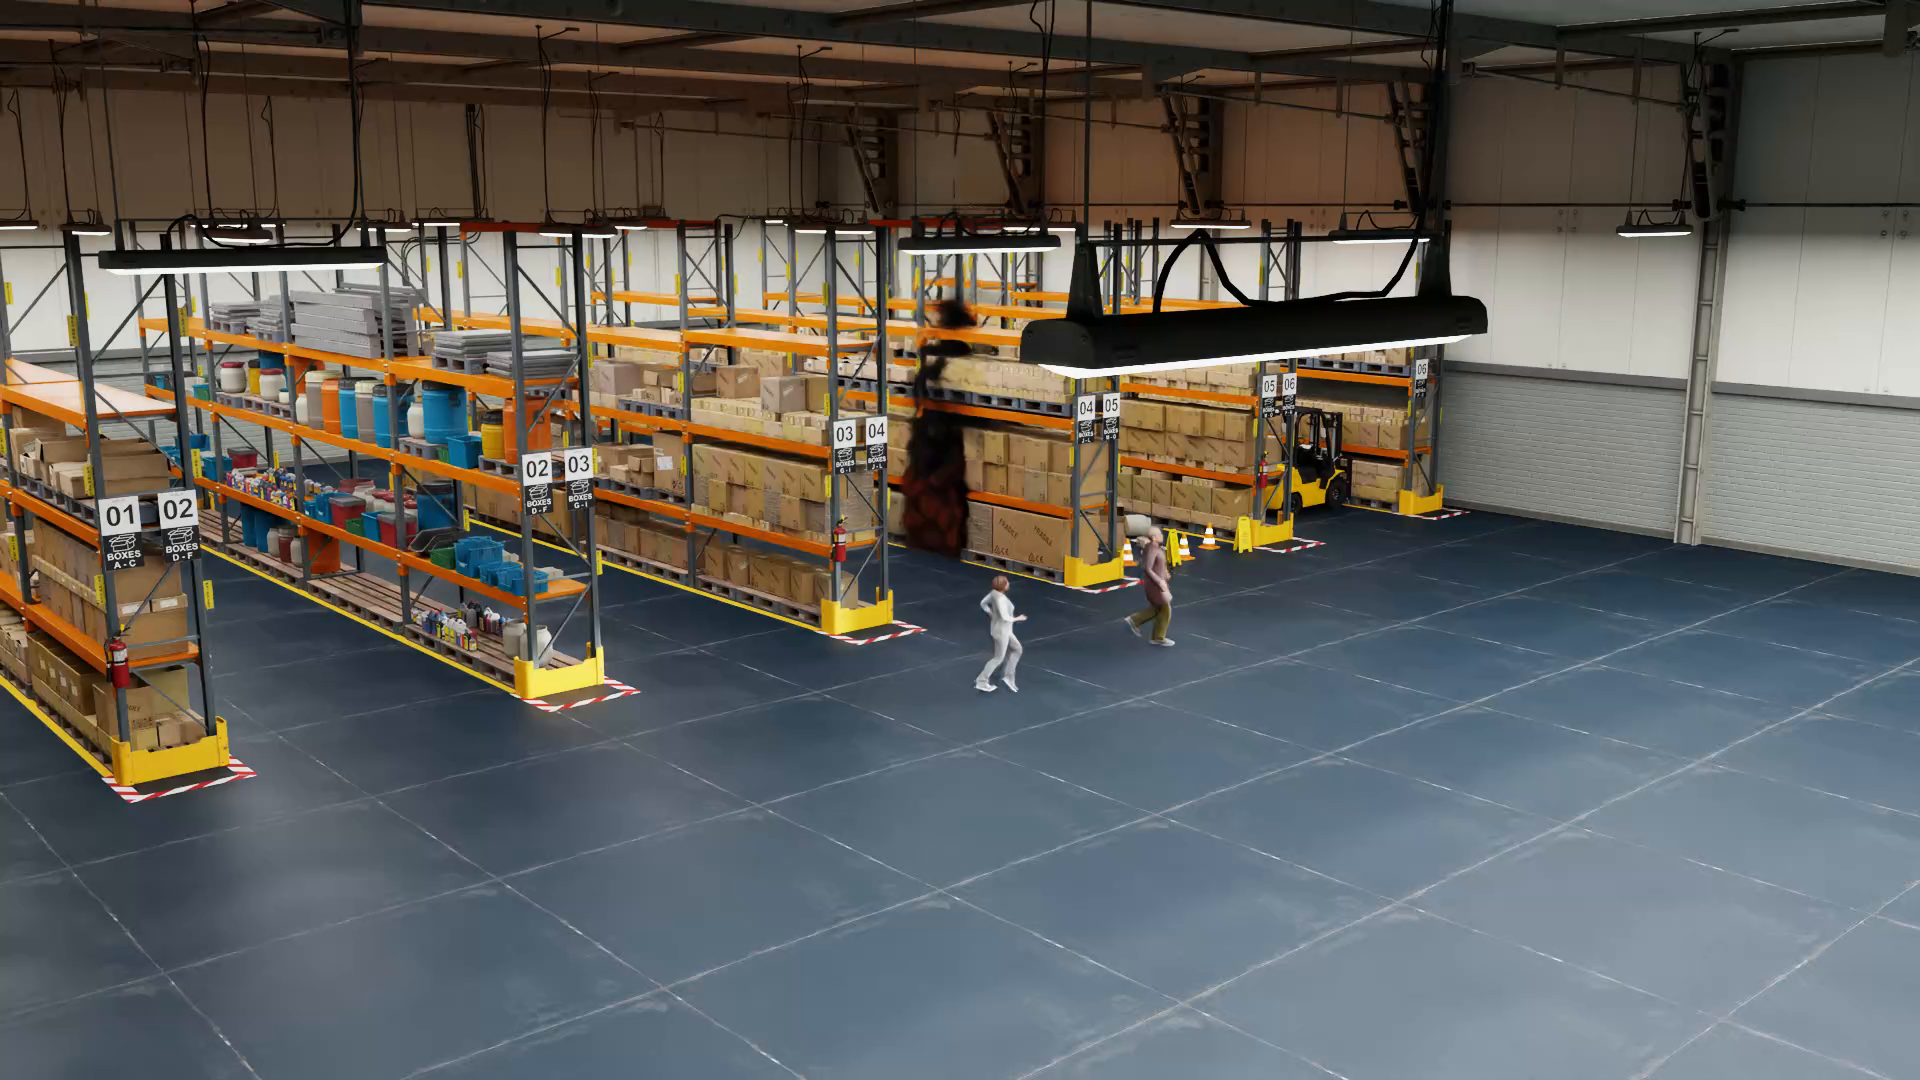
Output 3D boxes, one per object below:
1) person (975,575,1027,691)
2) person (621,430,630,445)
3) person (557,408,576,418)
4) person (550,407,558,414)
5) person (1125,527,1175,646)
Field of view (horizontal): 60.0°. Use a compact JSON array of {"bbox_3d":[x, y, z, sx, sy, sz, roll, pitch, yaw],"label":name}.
[{"bbox_3d":[0.536,1.235,21.807,0.690,1.609,0.546,-1,12,-7],"label":"person"},{"bbox_3d":[-8.331,-2.742,41.288,0.503,1.633,0.652,1,11,3],"label":"person"},{"bbox_3d":[-9.566,-2.528,40.028,0.765,1.702,0.578,6,13,26],"label":"person"},{"bbox_3d":[-9.760,-2.314,39.106,0.859,1.666,0.612,-4,12,-17],"label":"person"},{"bbox_3d":[2.773,0.674,24.162,0.745,1.761,0.707,0,11,0],"label":"person"}]
